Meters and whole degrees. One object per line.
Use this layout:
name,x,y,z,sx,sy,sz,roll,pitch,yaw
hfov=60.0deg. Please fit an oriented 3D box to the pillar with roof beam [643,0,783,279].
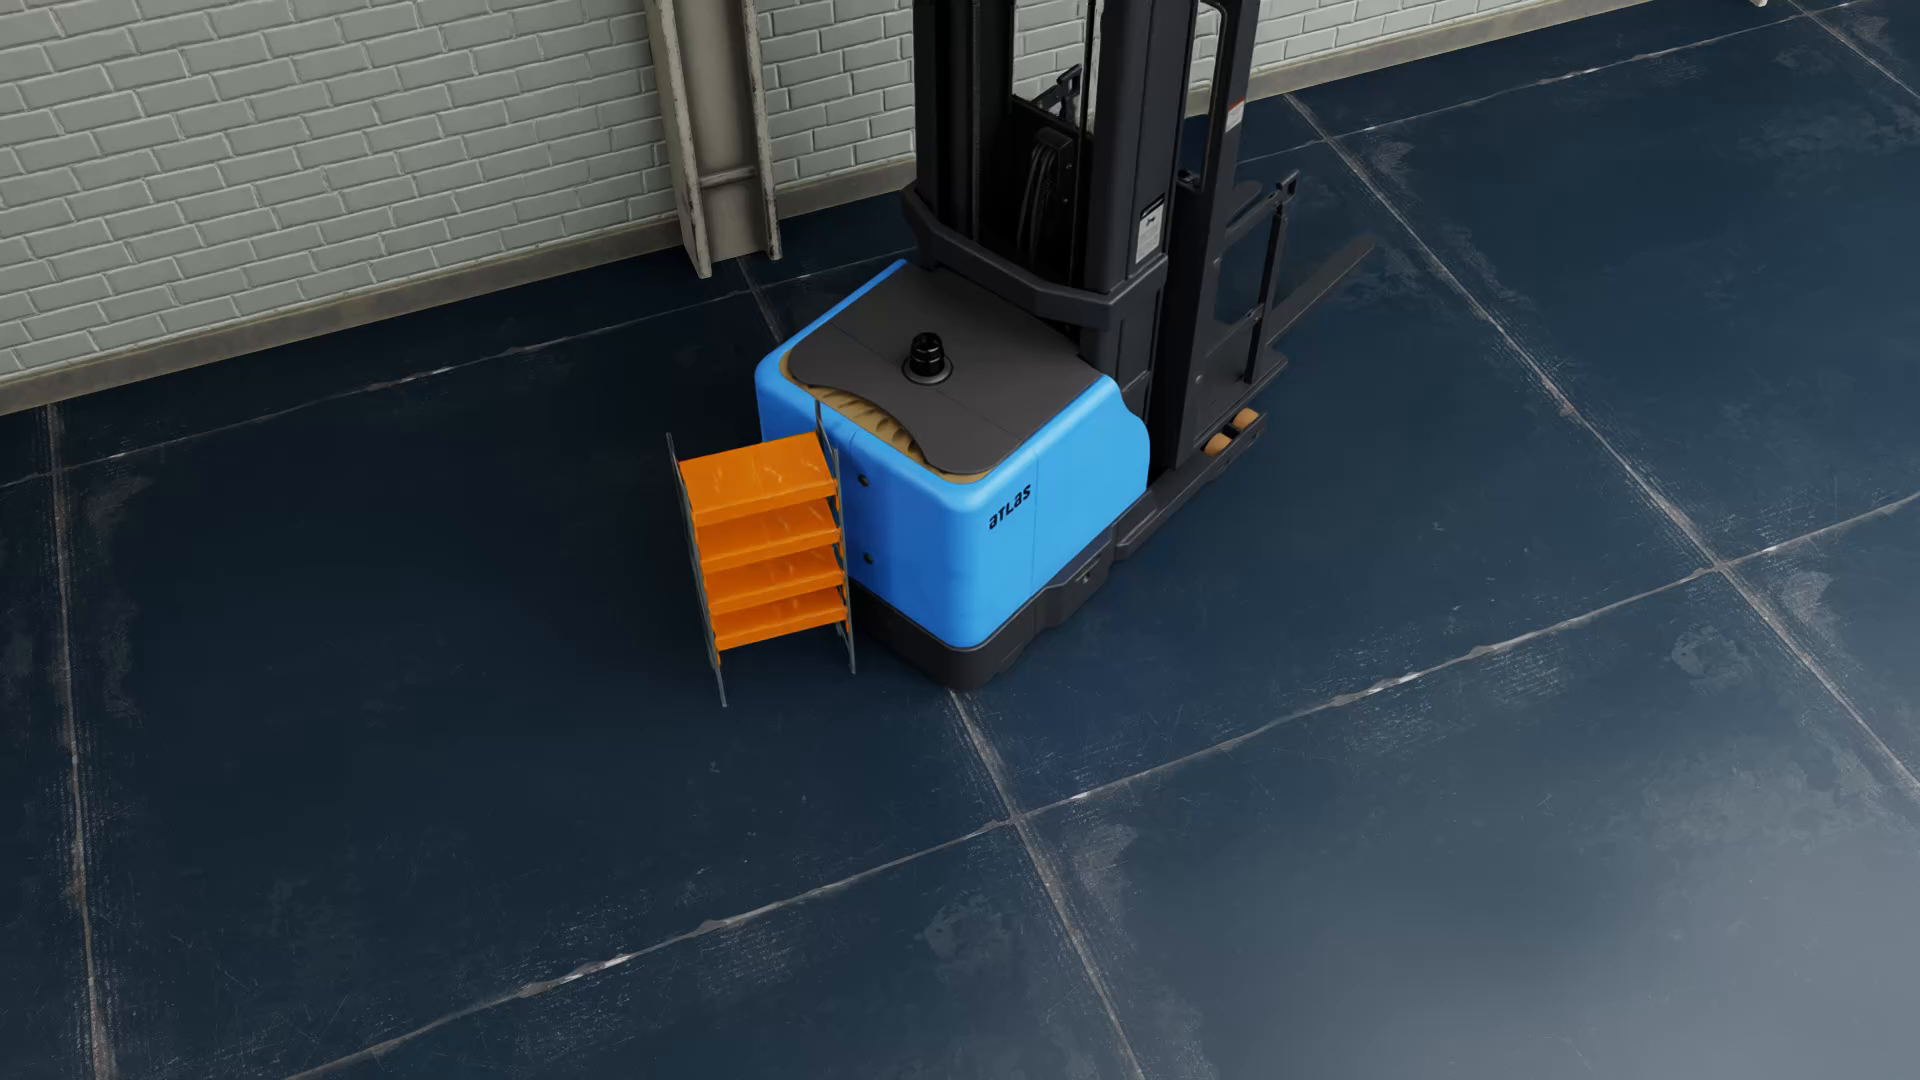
pillar with roof beam,0.564,-1.268,1.748,0.400,9.000,9.100,-17,52,-14

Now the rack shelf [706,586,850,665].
rack shelf,-0.662,0.250,5.936,0.480,0.148,0.258,-14,51,-12

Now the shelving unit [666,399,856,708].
shelving unit,-0.662,0.077,5.734,0.503,1.200,0.258,-14,51,-12

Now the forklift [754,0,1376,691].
forklift,0.621,-1.455,5.909,1.130,2.935,3.031,33,57,25

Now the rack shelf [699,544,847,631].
rack shelf,-0.662,0.120,5.785,0.480,0.148,0.258,-14,51,-12

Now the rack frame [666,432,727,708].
rack frame,-0.894,0.134,5.685,0.015,1.200,0.240,-14,51,-12

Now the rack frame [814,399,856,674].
rack frame,-0.430,0.019,5.783,0.015,1.200,0.240,-14,51,-12

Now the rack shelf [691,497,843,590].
rack shelf,-0.662,-0.025,5.615,0.480,0.148,0.258,-14,51,-12

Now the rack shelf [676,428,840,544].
rack shelf,-0.662,-0.179,5.436,0.480,0.148,0.258,-14,51,-12
